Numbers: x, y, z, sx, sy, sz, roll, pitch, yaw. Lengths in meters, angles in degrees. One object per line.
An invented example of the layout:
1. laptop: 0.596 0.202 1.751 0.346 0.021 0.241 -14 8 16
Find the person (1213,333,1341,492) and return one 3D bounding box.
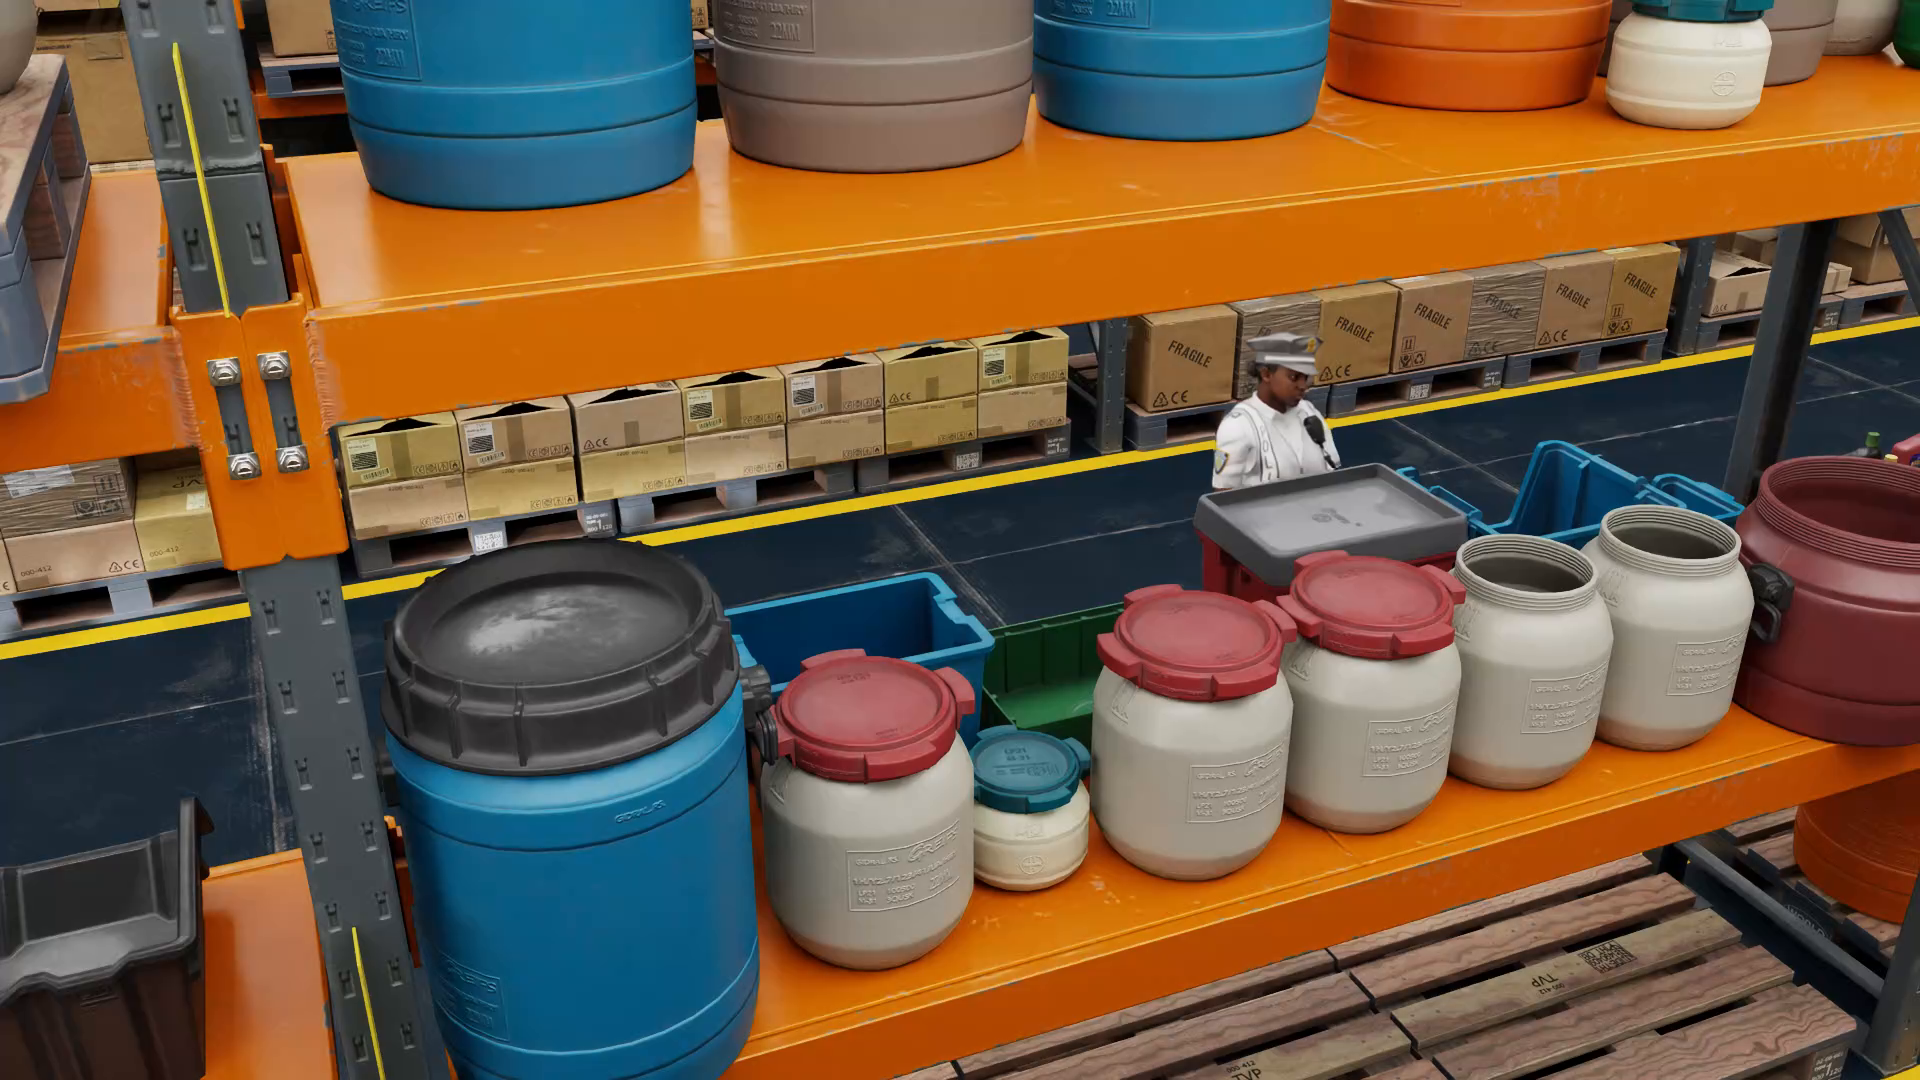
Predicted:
1. person: 1.194 0.083 5.940 0.525 1.624 0.789 -14 29 -26
